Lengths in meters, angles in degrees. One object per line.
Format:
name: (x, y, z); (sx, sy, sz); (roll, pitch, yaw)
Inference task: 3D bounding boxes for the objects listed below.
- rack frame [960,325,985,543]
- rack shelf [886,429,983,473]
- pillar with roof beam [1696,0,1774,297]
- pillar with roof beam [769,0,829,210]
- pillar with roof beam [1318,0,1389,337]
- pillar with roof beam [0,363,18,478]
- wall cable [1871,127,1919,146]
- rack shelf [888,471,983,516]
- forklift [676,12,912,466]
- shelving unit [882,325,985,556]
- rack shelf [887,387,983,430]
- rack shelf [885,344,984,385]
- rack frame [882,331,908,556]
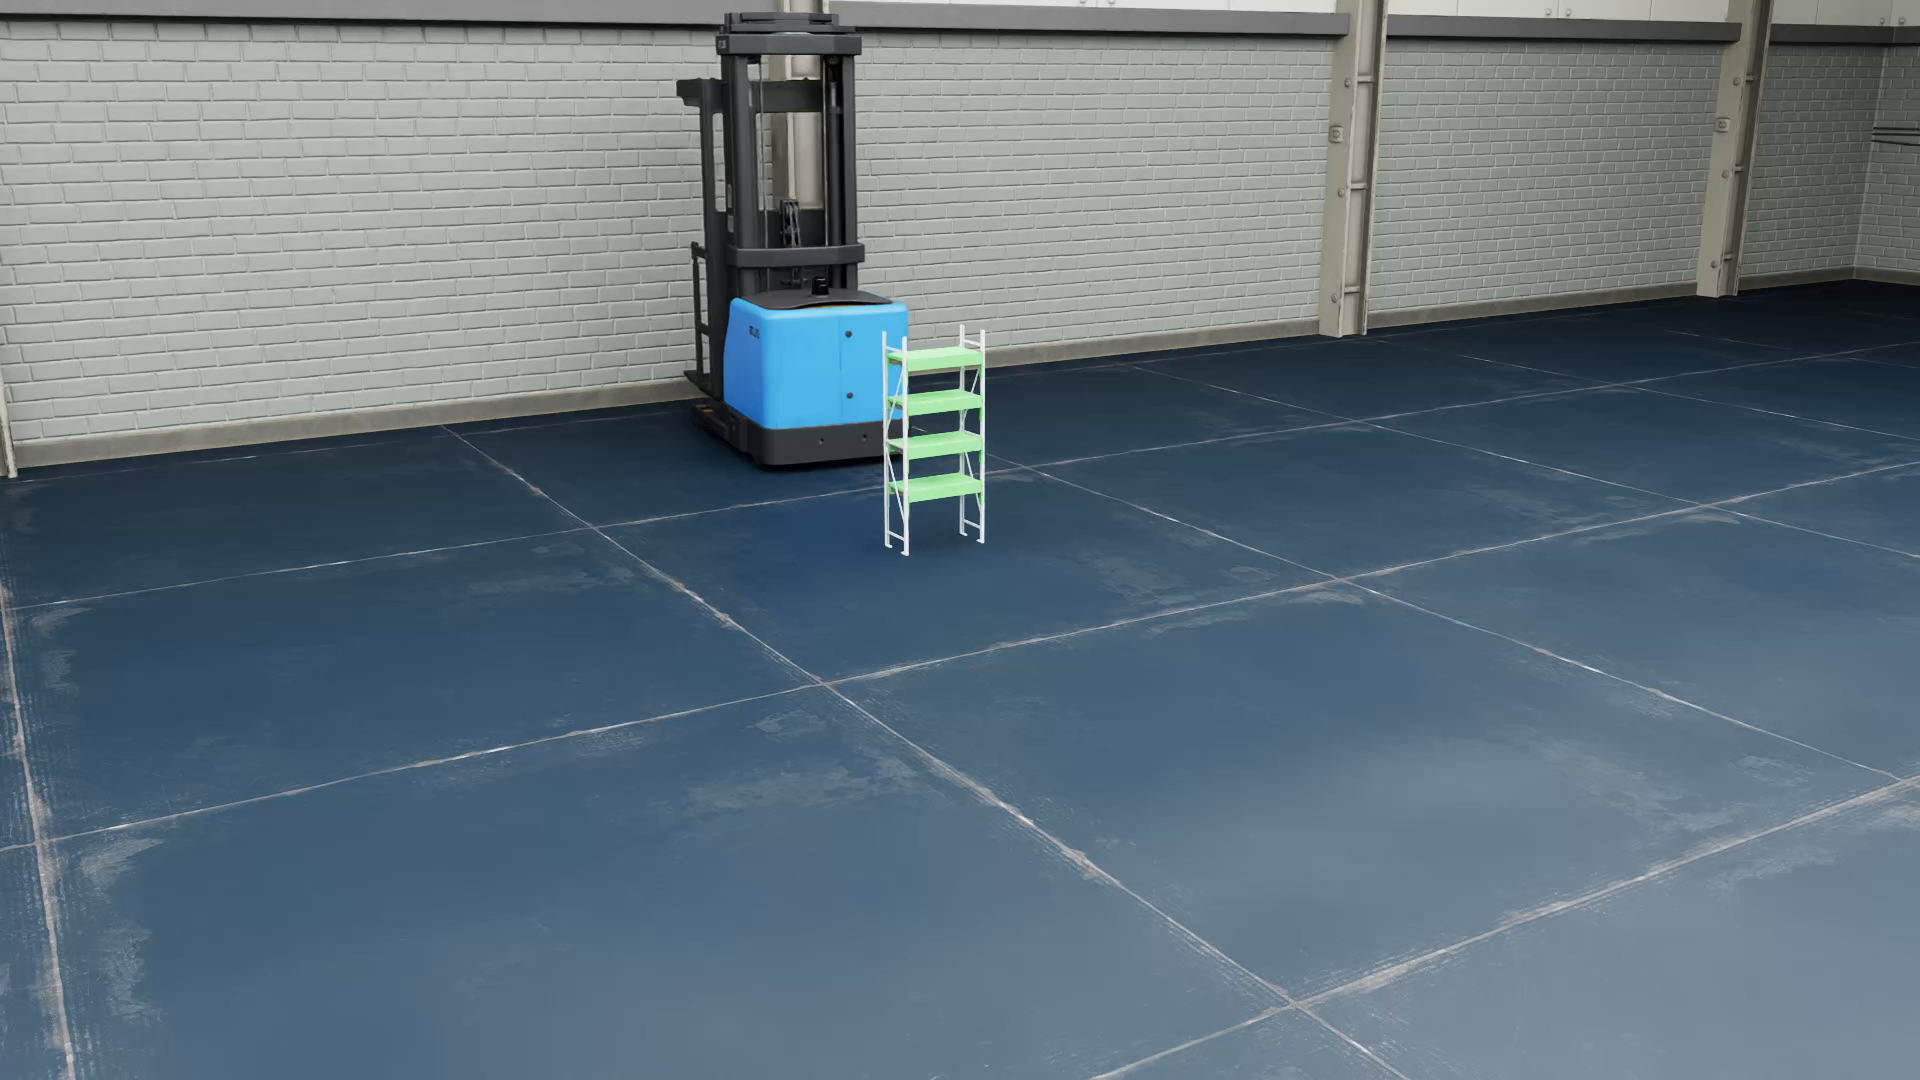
rack frame: (0.067, -0.589, 9.287); (0.015, 1.200, 0.240); (-9, 18, -30)
rack shelf: (-0.142, -0.493, 9.183); (0.480, 0.148, 0.258); (-9, 18, -30)
pillar with roof beam: (11.231, -6.261, 15.072); (0.400, 9.000, 9.100); (-9, 18, -30)
pillar with roof beam: (0.945, -4.593, 9.122); (0.400, 9.000, 9.100); (-9, 18, -30)
pillar with roof beam: (6.088, -5.427, 12.097); (0.400, 9.000, 9.100); (-9, 18, -30)
pillar with roof beam: (-4.198, -3.759, 6.146); (0.400, 9.000, 9.100); (-9, 18, -30)
wall cable: (12.221, -5.865, 19.414); (0.112, 2.526, 3.097); (-9, 18, -30)
rack shelf: (-0.142, -0.262, 9.248); (0.480, 0.148, 0.258); (-9, 18, -30)
forklift: (-1.370, -2.253, 12.016); (1.130, 2.935, 3.031); (-7, 17, -22)
shelving unit: (-0.142, -0.555, 9.166); (0.503, 1.200, 0.258); (-9, 18, -30)
rack shelf: (-0.142, -0.724, 9.118); (0.480, 0.148, 0.258); (-9, 18, -30)
rack shelf: (-0.142, -0.955, 9.053); (0.480, 0.148, 0.258); (-9, 18, -30)
rack frame: (-0.351, -0.521, 9.045); (0.015, 1.200, 0.240); (-9, 18, -30)
